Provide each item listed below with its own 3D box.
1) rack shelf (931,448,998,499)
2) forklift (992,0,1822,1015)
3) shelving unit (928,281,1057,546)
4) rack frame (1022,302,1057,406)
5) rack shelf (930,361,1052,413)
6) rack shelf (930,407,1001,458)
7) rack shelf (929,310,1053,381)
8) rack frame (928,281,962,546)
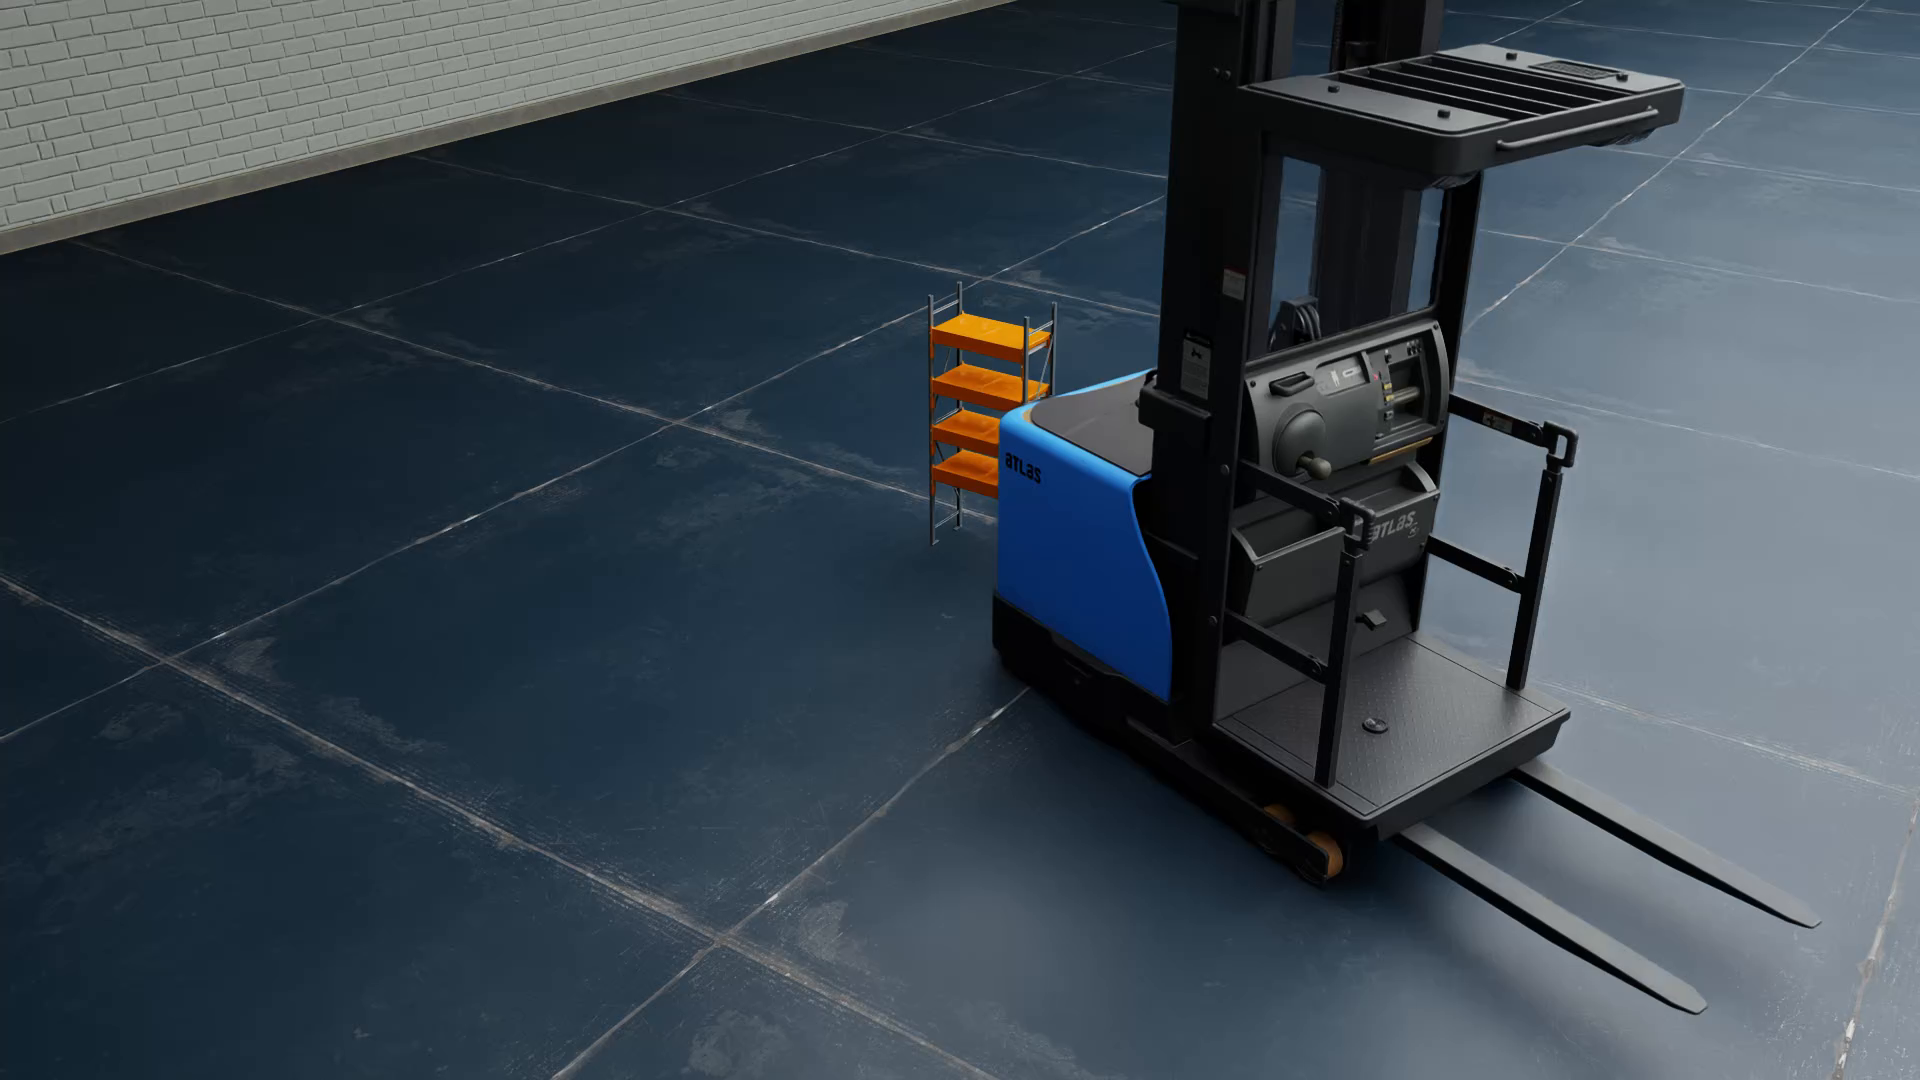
[{"bbox_3d":[0.136,-0.255,7.478,0.480,0.148,0.258,17,32,30],"label":"rack shelf"},{"bbox_3d":[1.414,-0.428,5.323,1.130,2.935,3.031,-19,32,-32],"label":"forklift"},{"bbox_3d":[0.136,-0.492,7.357,0.503,1.200,0.258,17,32,30],"label":"shelving unit"},{"bbox_3d":[0.338,-0.430,7.234,0.015,1.200,0.240,17,32,30],"label":"rack frame"},{"bbox_3d":[0.136,-0.632,7.286,0.480,0.148,0.258,17,32,30],"label":"rack shelf"},{"bbox_3d":[0.136,-0.432,7.388,0.480,0.148,0.258,17,32,30],"label":"rack shelf"},{"bbox_3d":[0.136,-0.842,7.179,0.480,0.148,0.258,17,32,30],"label":"rack shelf"},{"bbox_3d":[-0.065,-0.555,7.480,0.015,1.200,0.240,17,32,30],"label":"rack frame"}]
